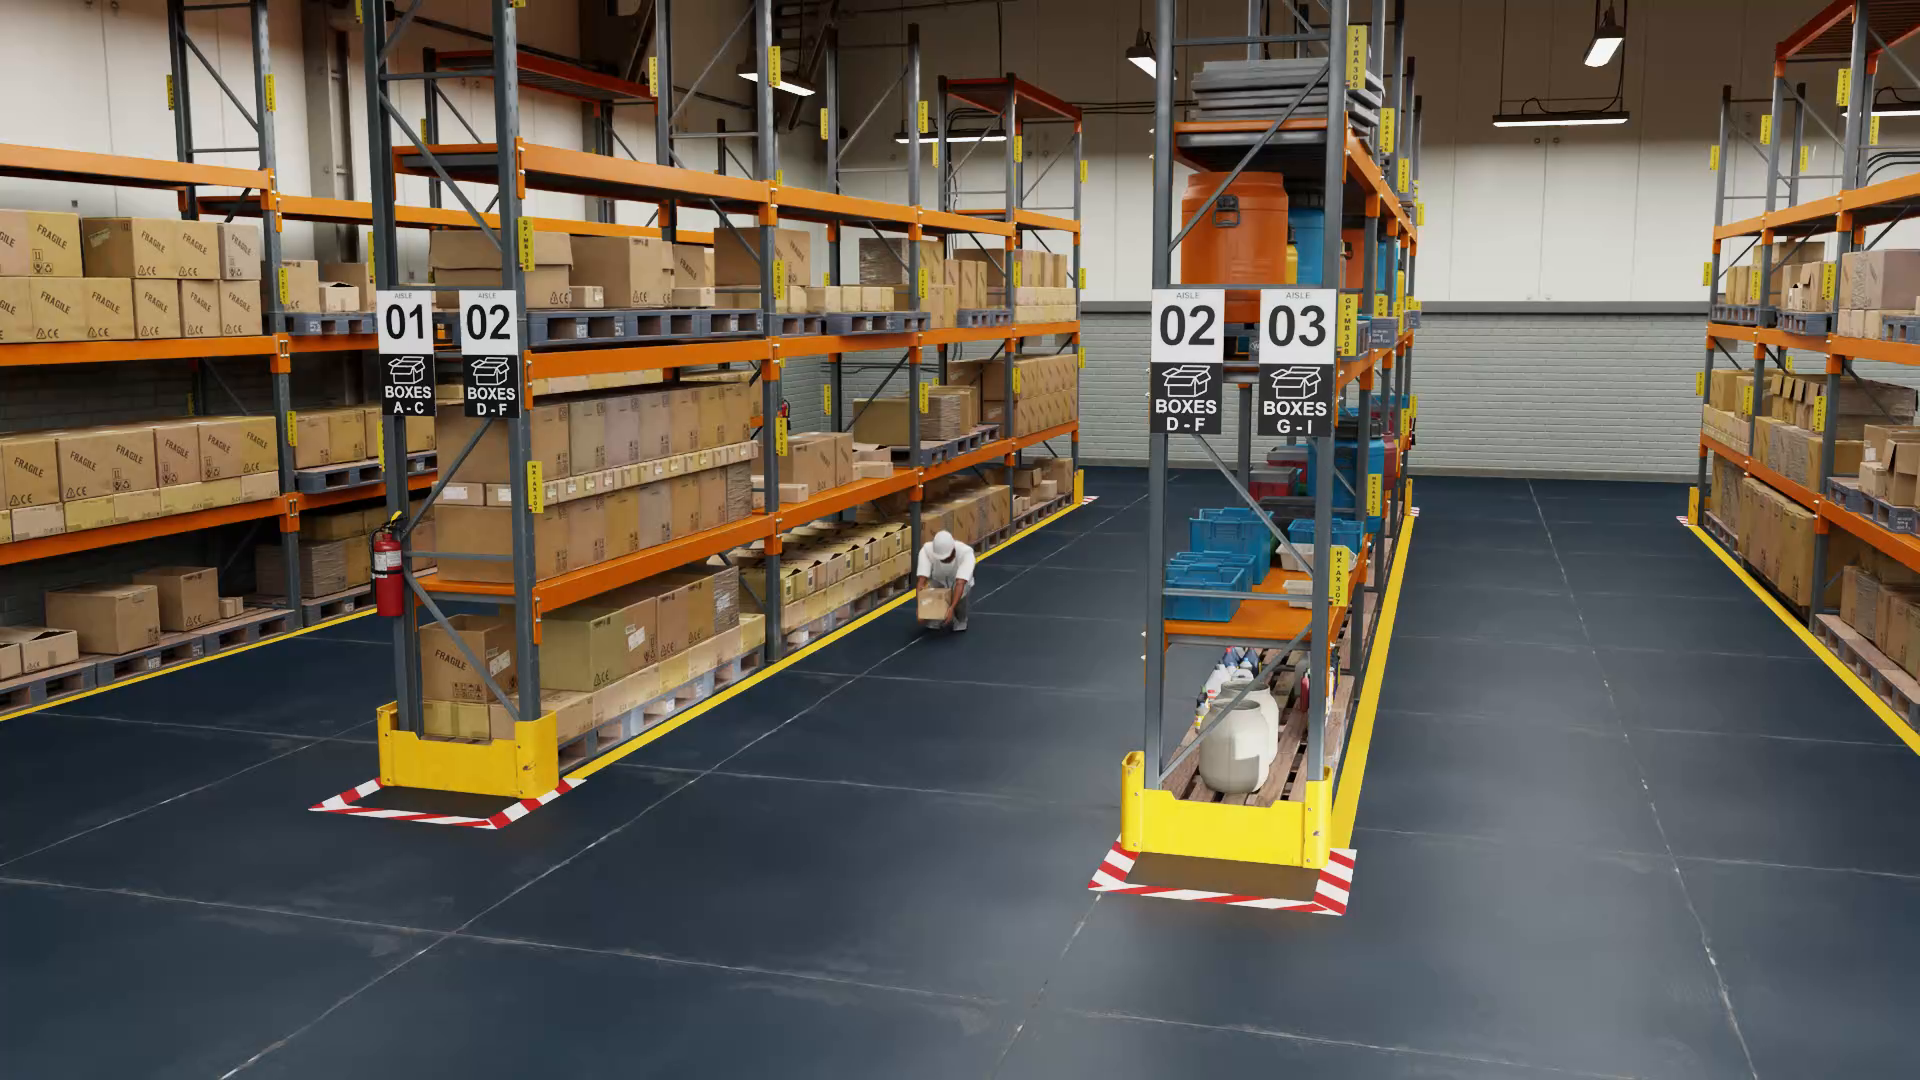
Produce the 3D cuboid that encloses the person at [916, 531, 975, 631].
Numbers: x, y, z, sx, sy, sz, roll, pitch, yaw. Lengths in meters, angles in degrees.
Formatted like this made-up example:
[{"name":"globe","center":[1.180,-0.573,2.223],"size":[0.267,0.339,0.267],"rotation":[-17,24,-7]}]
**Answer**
[{"name":"person","center":[-0.112,0.378,15.822],"size":[0.551,1.007,0.904],"rotation":[2,9,15]}]
